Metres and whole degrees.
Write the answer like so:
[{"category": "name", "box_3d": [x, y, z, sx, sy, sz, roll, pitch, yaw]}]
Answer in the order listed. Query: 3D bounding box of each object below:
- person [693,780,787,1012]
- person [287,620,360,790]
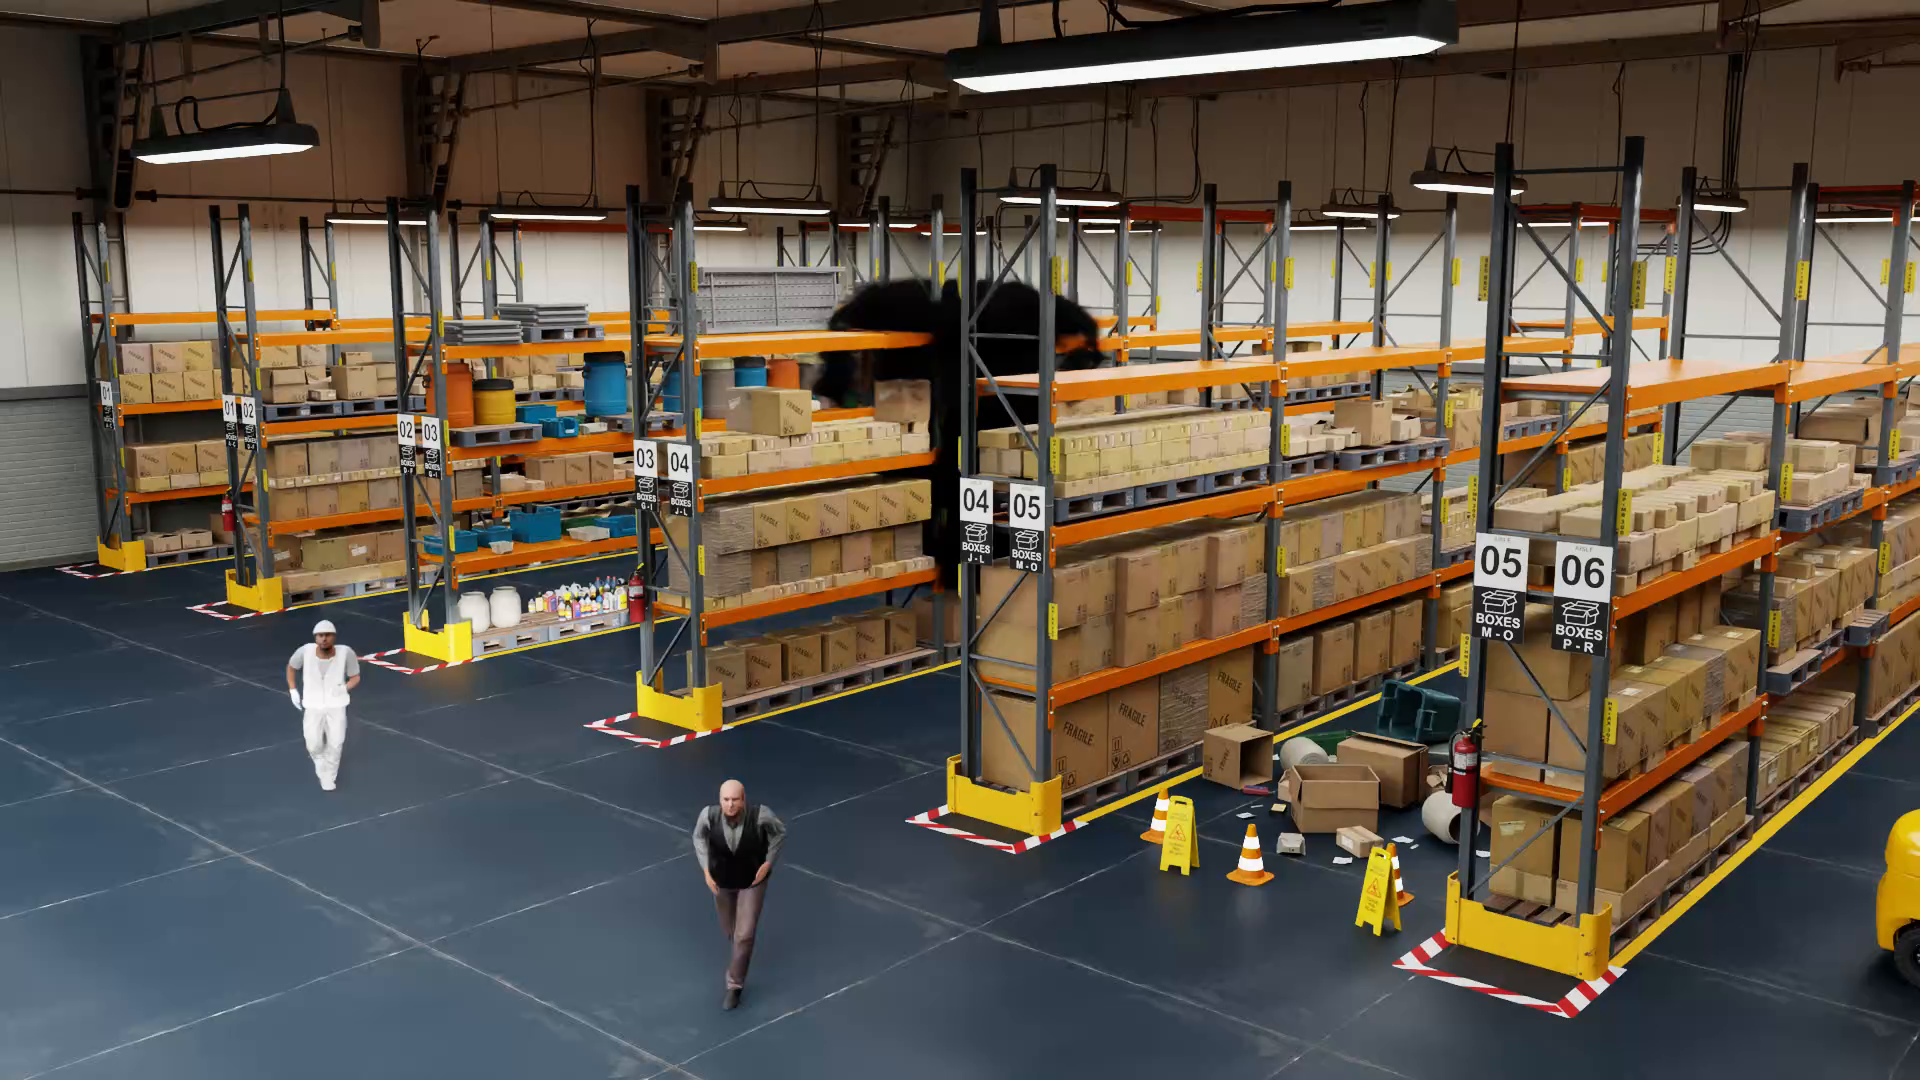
[{"category": "person", "box_3d": [-1.561, 2.426, 11.885, 0.664, 1.675, 0.907, -1, 9, -4]}, {"category": "person", "box_3d": [-6.194, 1.634, 16.223, 0.679, 1.730, 0.617, -3, 10, -19]}]
